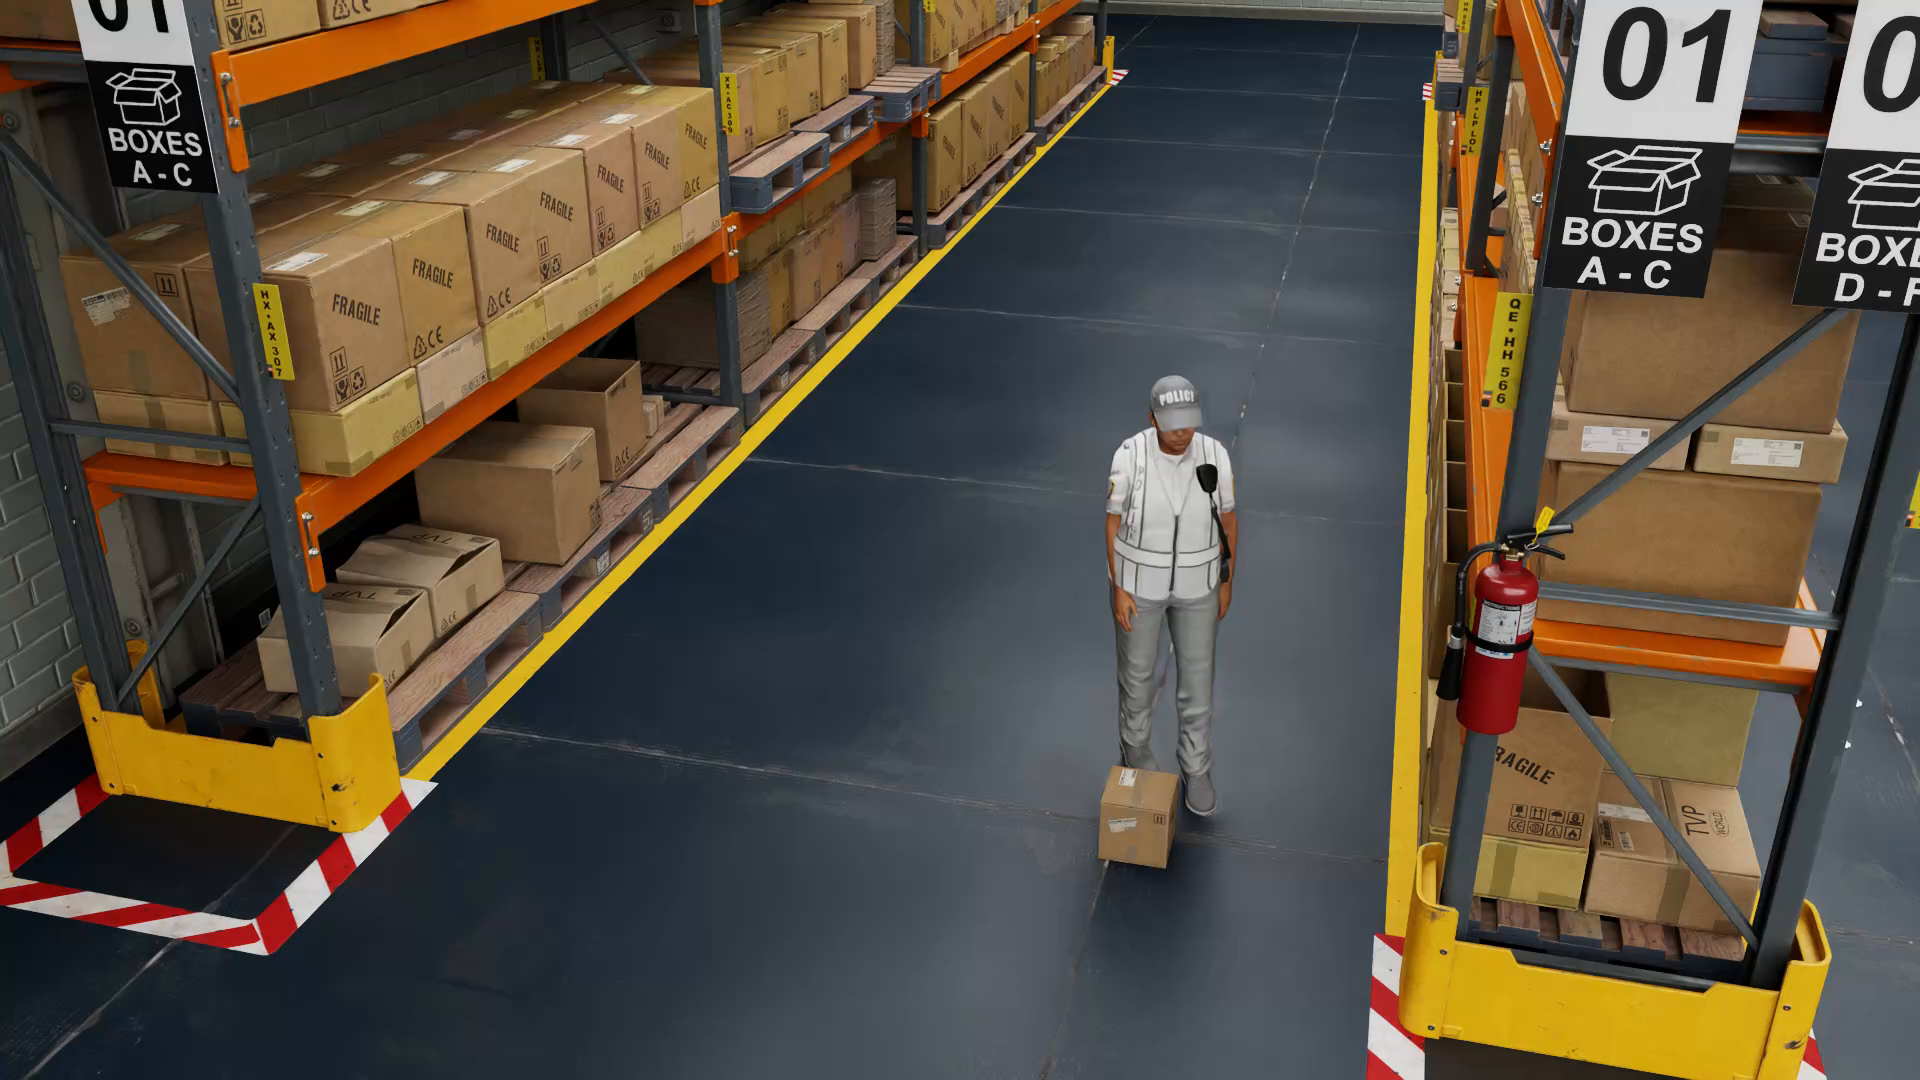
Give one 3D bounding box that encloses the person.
[{"bbox_3d":[0.783,0.194,6.200,0.495,1.683,0.503,0,25,-1],"label":"person"}]
